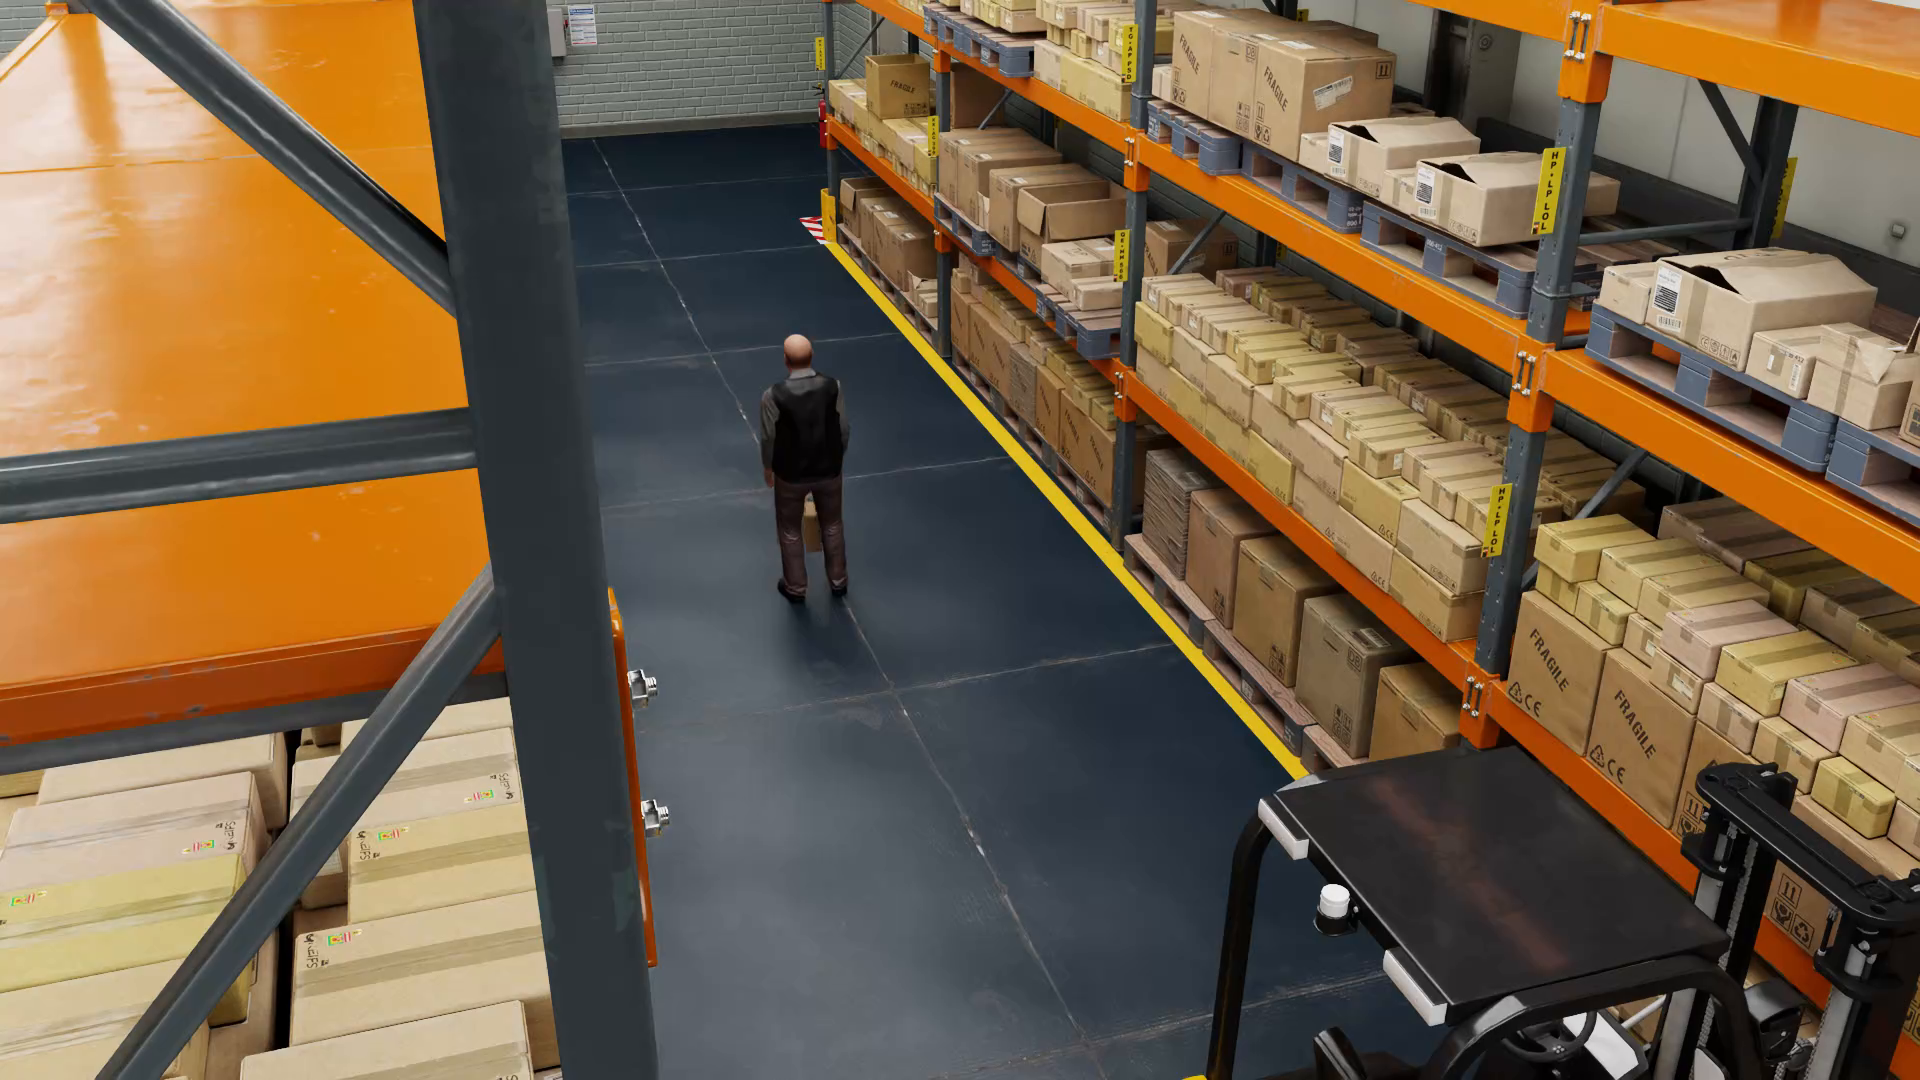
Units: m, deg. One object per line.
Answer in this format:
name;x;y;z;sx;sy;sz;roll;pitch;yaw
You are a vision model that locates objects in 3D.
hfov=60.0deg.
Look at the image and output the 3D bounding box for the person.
person;-0.944;-0.425;10.252;0.565;1.723;0.423;-9;28;-18
